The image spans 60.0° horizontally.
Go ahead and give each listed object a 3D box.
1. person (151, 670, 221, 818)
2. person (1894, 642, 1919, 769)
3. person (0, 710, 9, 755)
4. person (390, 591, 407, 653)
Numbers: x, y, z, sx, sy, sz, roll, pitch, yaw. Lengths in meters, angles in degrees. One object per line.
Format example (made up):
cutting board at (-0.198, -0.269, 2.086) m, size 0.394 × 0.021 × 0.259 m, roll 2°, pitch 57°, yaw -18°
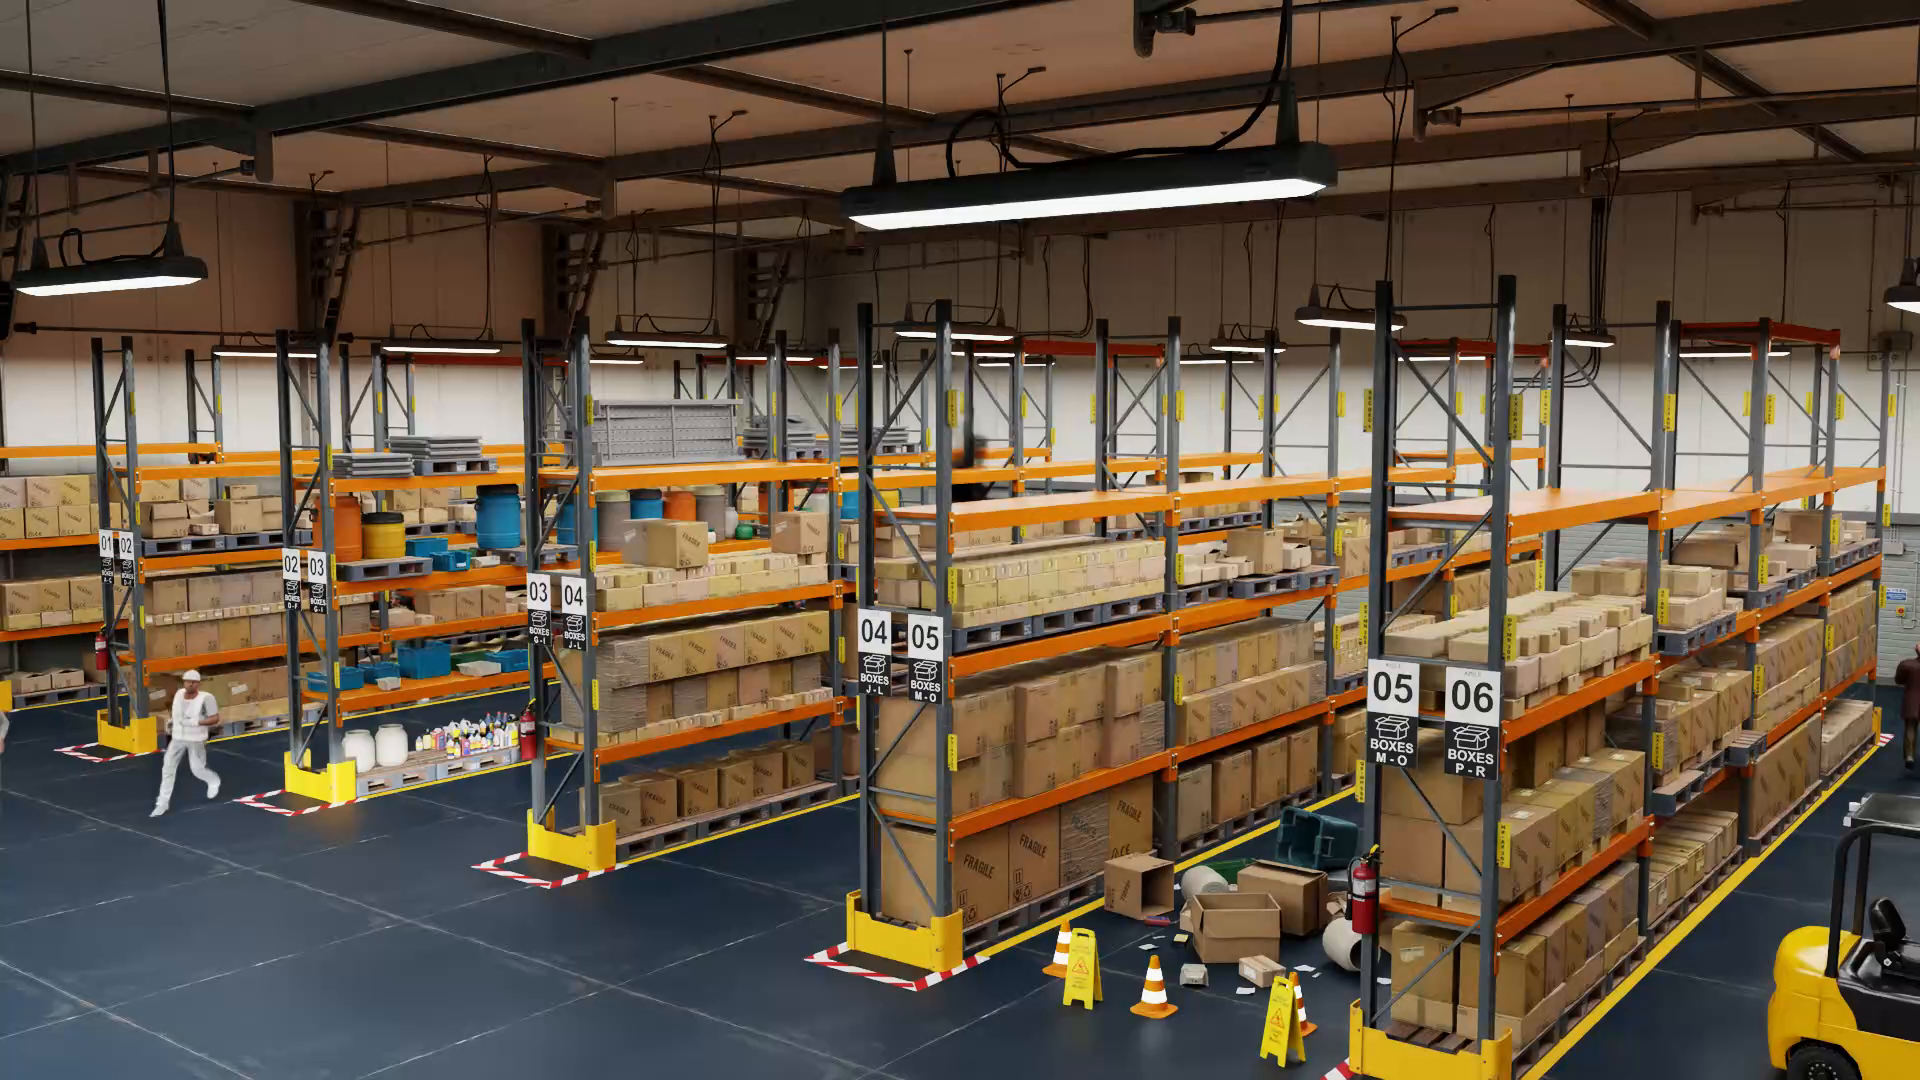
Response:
person at (-9.575, 2.492, 20.733) m, size 0.706 × 1.760 × 0.968 m, roll 0°, pitch 5°, yaw 5°
person at (13.159, 2.275, 22.781) m, size 0.682 × 1.809 × 0.988 m, roll 3°, pitch 6°, yaw 34°
person at (-11.481, 2.561, 19.476) m, size 0.651 × 1.789 × 0.881 m, roll -3°, pitch 6°, yaw -32°
person at (-10.098, 1.733, 29.746) m, size 0.667 × 1.666 × 0.523 m, roll 4°, pitch 7°, yaw 40°
